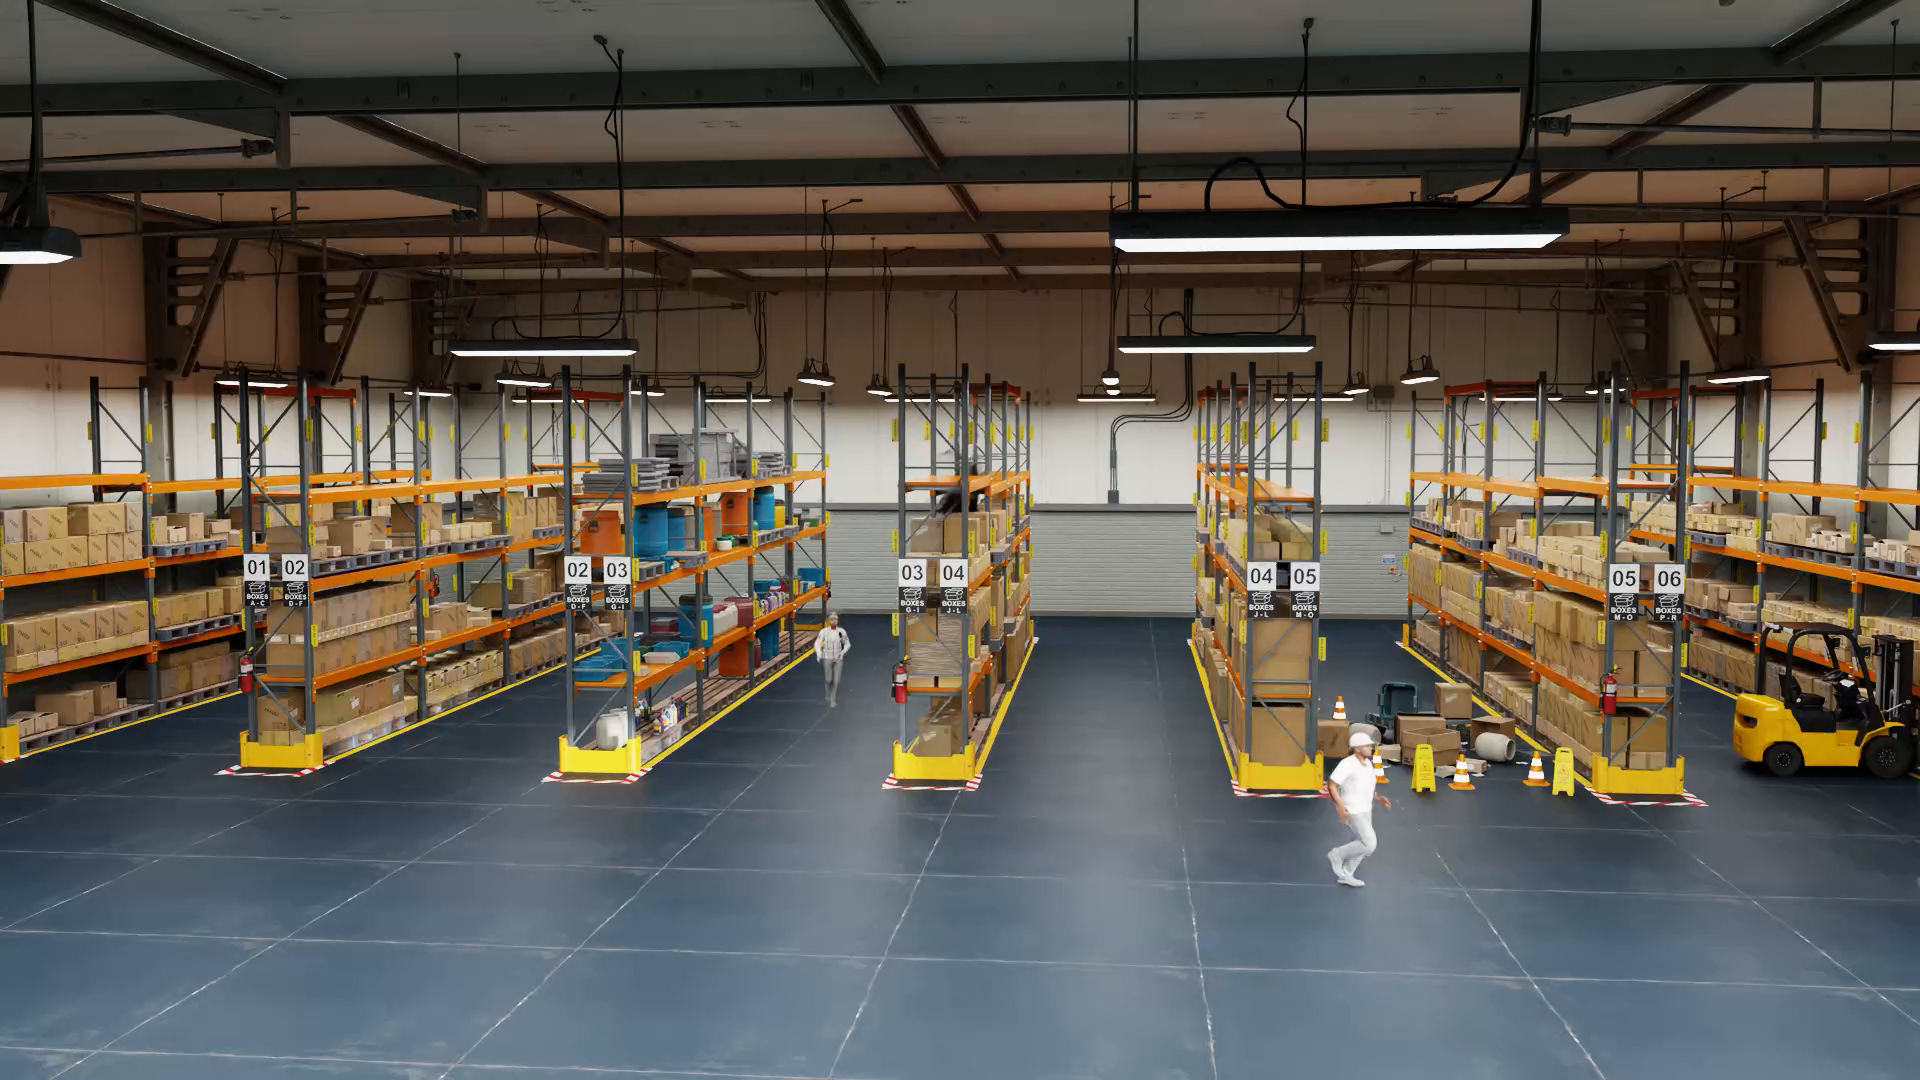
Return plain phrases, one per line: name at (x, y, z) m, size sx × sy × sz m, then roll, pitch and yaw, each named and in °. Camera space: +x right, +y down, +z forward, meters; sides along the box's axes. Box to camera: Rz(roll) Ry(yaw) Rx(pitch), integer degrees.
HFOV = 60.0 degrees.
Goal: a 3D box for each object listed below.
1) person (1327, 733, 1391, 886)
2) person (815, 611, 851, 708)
person at (4.394, 2.971, 18.302) m, size 0.620 × 1.713 × 0.693 m, roll 3°, pitch 5°, yaw 40°
person at (-2.180, 2.054, 28.598) m, size 0.618 × 1.648 × 0.489 m, roll 0°, pitch 4°, yaw -8°
